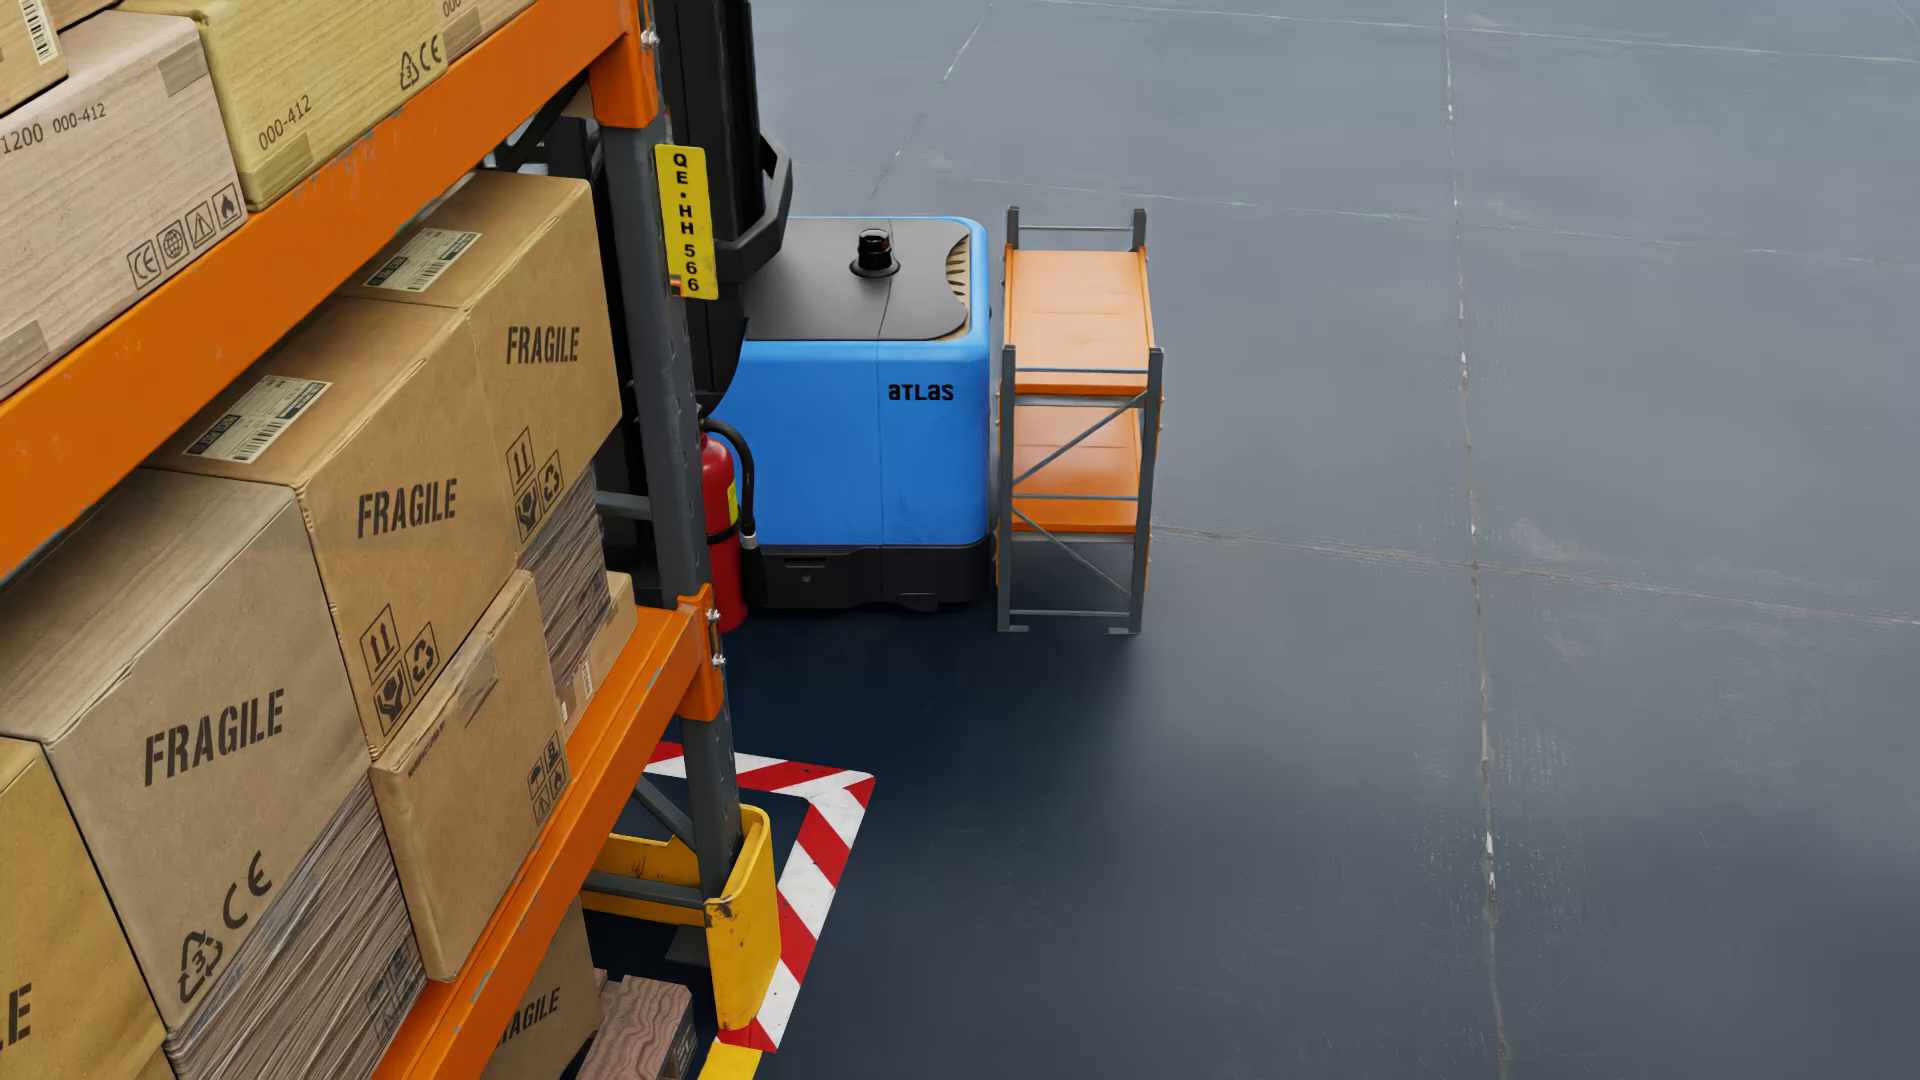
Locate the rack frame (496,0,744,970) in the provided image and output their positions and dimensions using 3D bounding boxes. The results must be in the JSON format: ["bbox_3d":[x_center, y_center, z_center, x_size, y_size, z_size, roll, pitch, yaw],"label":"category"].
[{"bbox_3d":[-1.079,-0.112,3.849,1.000,3.000,0.127,7,37,10],"label":"rack frame"}]

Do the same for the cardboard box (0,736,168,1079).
[{"bbox_3d":[-1.281,0.528,1.775,0.500,0.500,0.500,7,37,10],"label":"cardboard box"}]

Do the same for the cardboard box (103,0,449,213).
[{"bbox_3d":[-1.038,-0.671,2.192,0.500,0.250,0.500,8,37,10],"label":"cardboard box"}]

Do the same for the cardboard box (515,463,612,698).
[{"bbox_3d":[-1.224,0.039,3.302,0.875,0.500,0.500,7,37,10],"label":"cardboard box"}]

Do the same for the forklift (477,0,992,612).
[{"bbox_3d":[-1.405,-1.221,5.436,3.031,2.935,1.130,0,36,0],"label":"forklift"}]

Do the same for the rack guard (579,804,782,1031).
[{"bbox_3d":[-1.096,0.944,4.522,1.175,0.500,0.348,7,37,10],"label":"rack guard"}]

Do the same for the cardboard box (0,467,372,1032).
[{"bbox_3d":[-1.166,0.242,2.169,0.500,0.500,0.500,7,37,10],"label":"cardboard box"}]

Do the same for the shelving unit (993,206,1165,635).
[{"bbox_3d":[0.400,-0.436,5.894,0.538,1.125,1.048,1,36,2],"label":"shelving unit"}]

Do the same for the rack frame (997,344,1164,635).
[{"bbox_3d":[0.380,-0.138,5.482,0.500,1.125,0.032,1,36,2],"label":"rack frame"}]

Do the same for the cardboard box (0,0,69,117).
[{"bbox_3d":[-1.119,-0.484,1.594,0.380,0.149,0.250,6,36,8],"label":"cardboard box"}]

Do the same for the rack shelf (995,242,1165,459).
[{"bbox_3d":[0.400,-0.673,5.722,0.538,0.278,1.000,1,36,2],"label":"rack shelf"}]

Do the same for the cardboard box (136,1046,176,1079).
[{"bbox_3d":[-1.481,0.907,2.104,0.875,0.500,0.500,7,37,10],"label":"cardboard box"}]

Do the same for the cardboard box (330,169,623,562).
[{"bbox_3d":[-0.955,-0.332,2.961,0.500,0.500,0.500,7,37,10],"label":"cardboard box"}]

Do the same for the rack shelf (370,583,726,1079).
[{"bbox_3d":[-1.507,1.326,2.478,1.077,0.370,4.000,7,37,10],"label":"rack shelf"}]

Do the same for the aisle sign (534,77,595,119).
[{"bbox_3d":[-0.773,-1.163,3.083,0.394,0.787,0.004,7,37,10],"label":"aisle sign"}]

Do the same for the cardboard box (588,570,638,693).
[{"bbox_3d":[-0.939,0.179,3.661,0.380,0.149,0.250,7,37,10],"label":"cardboard box"}]

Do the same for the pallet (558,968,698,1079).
[{"bbox_3d":[-1.304,1.522,3.970,1.003,0.211,1.213,7,37,10],"label":"pallet"}]

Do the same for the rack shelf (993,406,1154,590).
[{"bbox_3d":[0.400,-0.238,6.037,0.538,0.278,1.000,1,36,2],"label":"rack shelf"}]

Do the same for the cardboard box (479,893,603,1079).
[{"bbox_3d":[-1.229,1.086,3.968,0.500,0.500,0.500,14,38,19],"label":"cardboard box"}]

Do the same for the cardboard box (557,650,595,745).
[{"bbox_3d":[-0.993,0.322,3.464,0.380,0.149,0.250,7,37,10],"label":"cardboard box"}]

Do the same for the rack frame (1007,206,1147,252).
[{"bbox_3d":[0.420,-0.735,6.305,0.500,1.125,0.032,1,36,2],"label":"rack frame"}]

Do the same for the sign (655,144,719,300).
[{"bbox_3d":[-0.541,-0.628,3.304,0.100,0.325,0.005,7,37,10],"label":"sign"}]

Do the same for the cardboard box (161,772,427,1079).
[{"bbox_3d":[-1.362,0.622,2.497,0.875,0.500,0.500,7,37,10],"label":"cardboard box"}]

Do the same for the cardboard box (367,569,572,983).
[{"bbox_3d":[-1.213,0.340,2.885,0.875,0.500,0.500,7,37,10],"label":"cardboard box"}]

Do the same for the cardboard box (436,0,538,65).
[{"bbox_3d":[-0.934,-0.958,2.587,0.500,0.250,0.500,8,37,11],"label":"cardboard box"}]

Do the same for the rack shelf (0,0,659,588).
[{"bbox_3d":[-1.507,0.111,1.598,1.077,0.370,4.000,7,37,10],"label":"rack shelf"}]

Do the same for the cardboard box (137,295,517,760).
[{"bbox_3d":[-1.057,-0.044,2.564,0.500,0.500,0.500,7,37,10],"label":"cardboard box"}]

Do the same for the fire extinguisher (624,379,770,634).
[{"bbox_3d":[-0.605,-0.089,3.882,0.296,0.674,0.183,7,37,10],"label":"fire extinguisher"}]

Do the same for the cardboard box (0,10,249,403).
[{"bbox_3d":[-1.156,-0.378,1.788,0.500,0.250,0.500,8,37,11],"label":"cardboard box"}]
